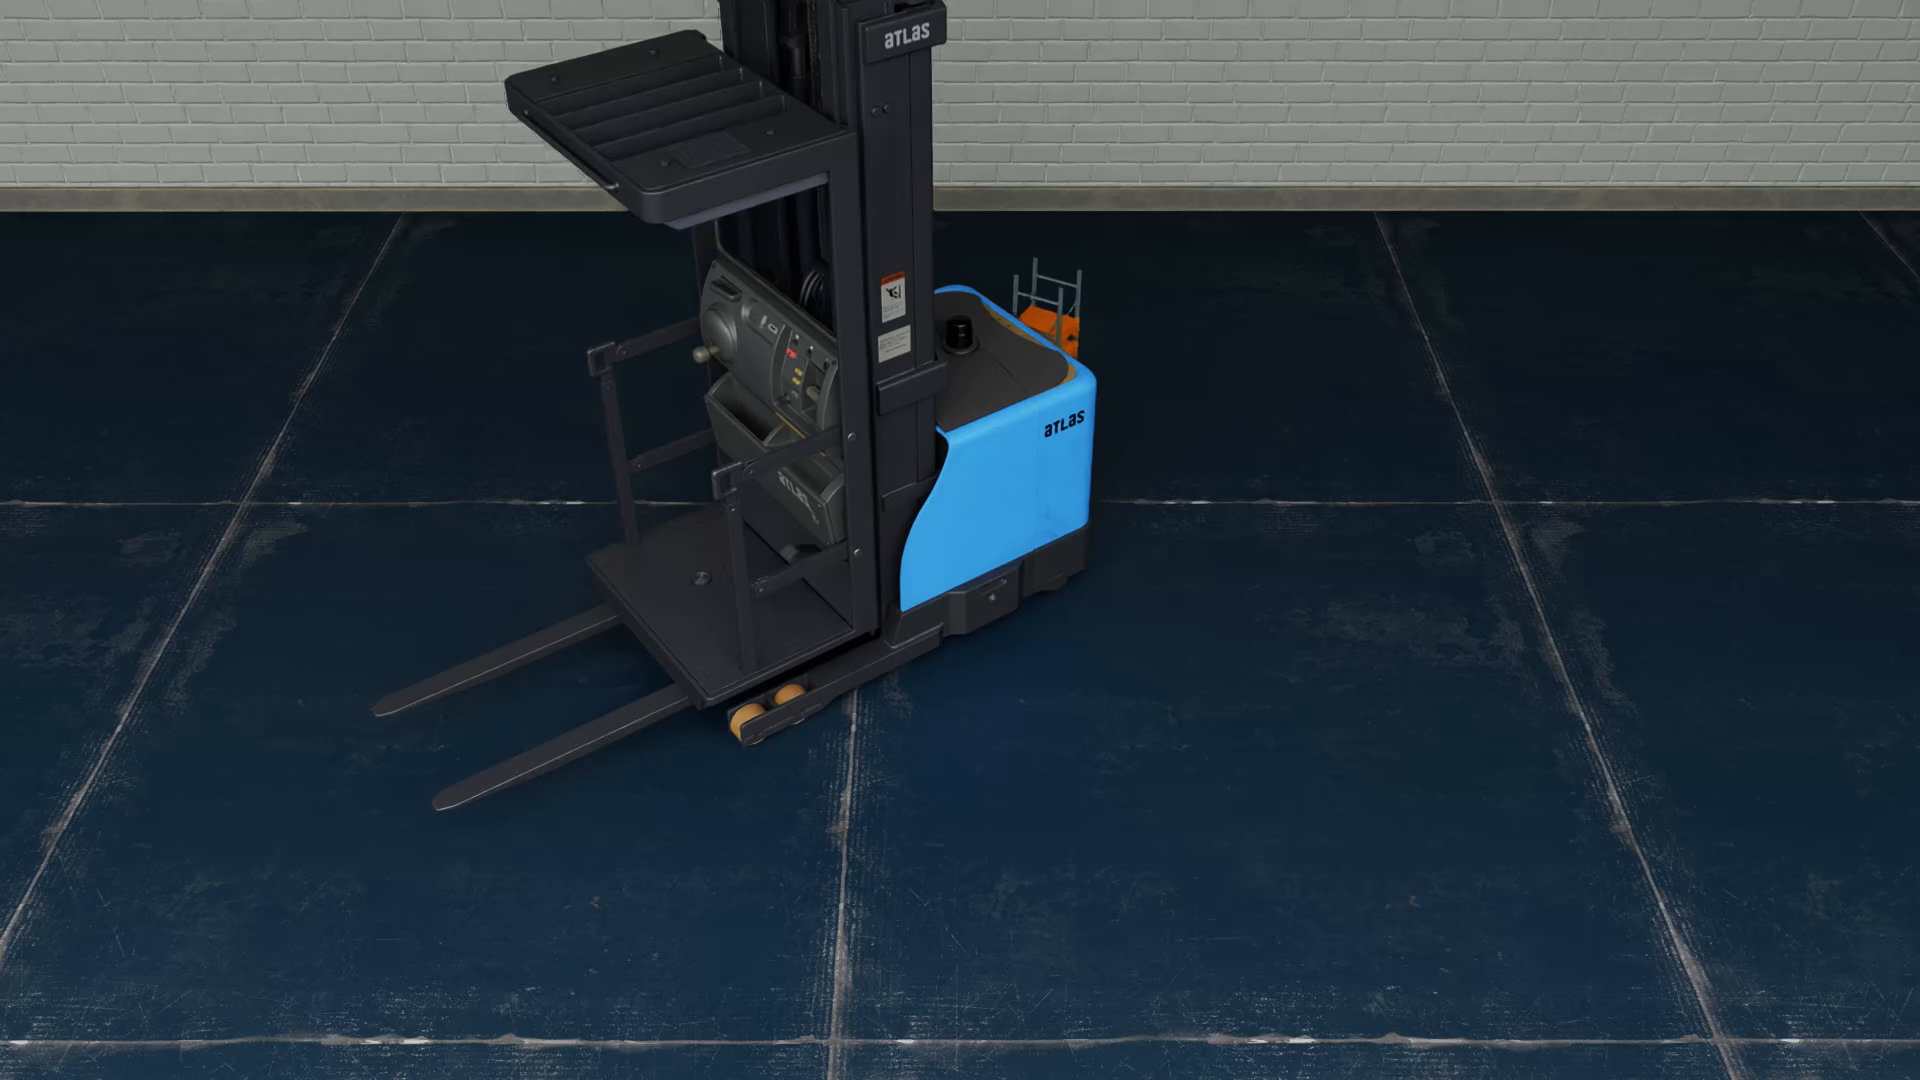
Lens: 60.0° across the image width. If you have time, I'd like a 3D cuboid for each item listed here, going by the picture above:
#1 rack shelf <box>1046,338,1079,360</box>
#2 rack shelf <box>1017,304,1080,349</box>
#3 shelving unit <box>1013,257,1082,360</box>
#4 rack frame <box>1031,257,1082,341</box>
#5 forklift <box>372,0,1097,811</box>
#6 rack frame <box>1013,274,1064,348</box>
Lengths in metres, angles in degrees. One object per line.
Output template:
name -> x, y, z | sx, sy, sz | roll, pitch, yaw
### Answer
rack shelf -> 0.382, -0.852, 7.537 | 0.258, 0.103, 0.180 | 19, 41, 23
rack shelf -> 0.384, -0.947, 7.464 | 0.258, 0.103, 0.180 | 19, 41, 23
shelving unit -> 0.380, -0.697, 7.657 | 0.258, 1.200, 0.189 | 19, 41, 23
rack frame -> 0.425, -0.745, 7.720 | 0.240, 1.200, 0.006 | 19, 41, 23
forklift -> -0.905, -0.694, 6.272 | 3.031, 2.935, 1.130 | -24, 45, -27
rack frame -> 0.335, -0.648, 7.593 | 0.240, 1.200, 0.006 | 19, 41, 23
